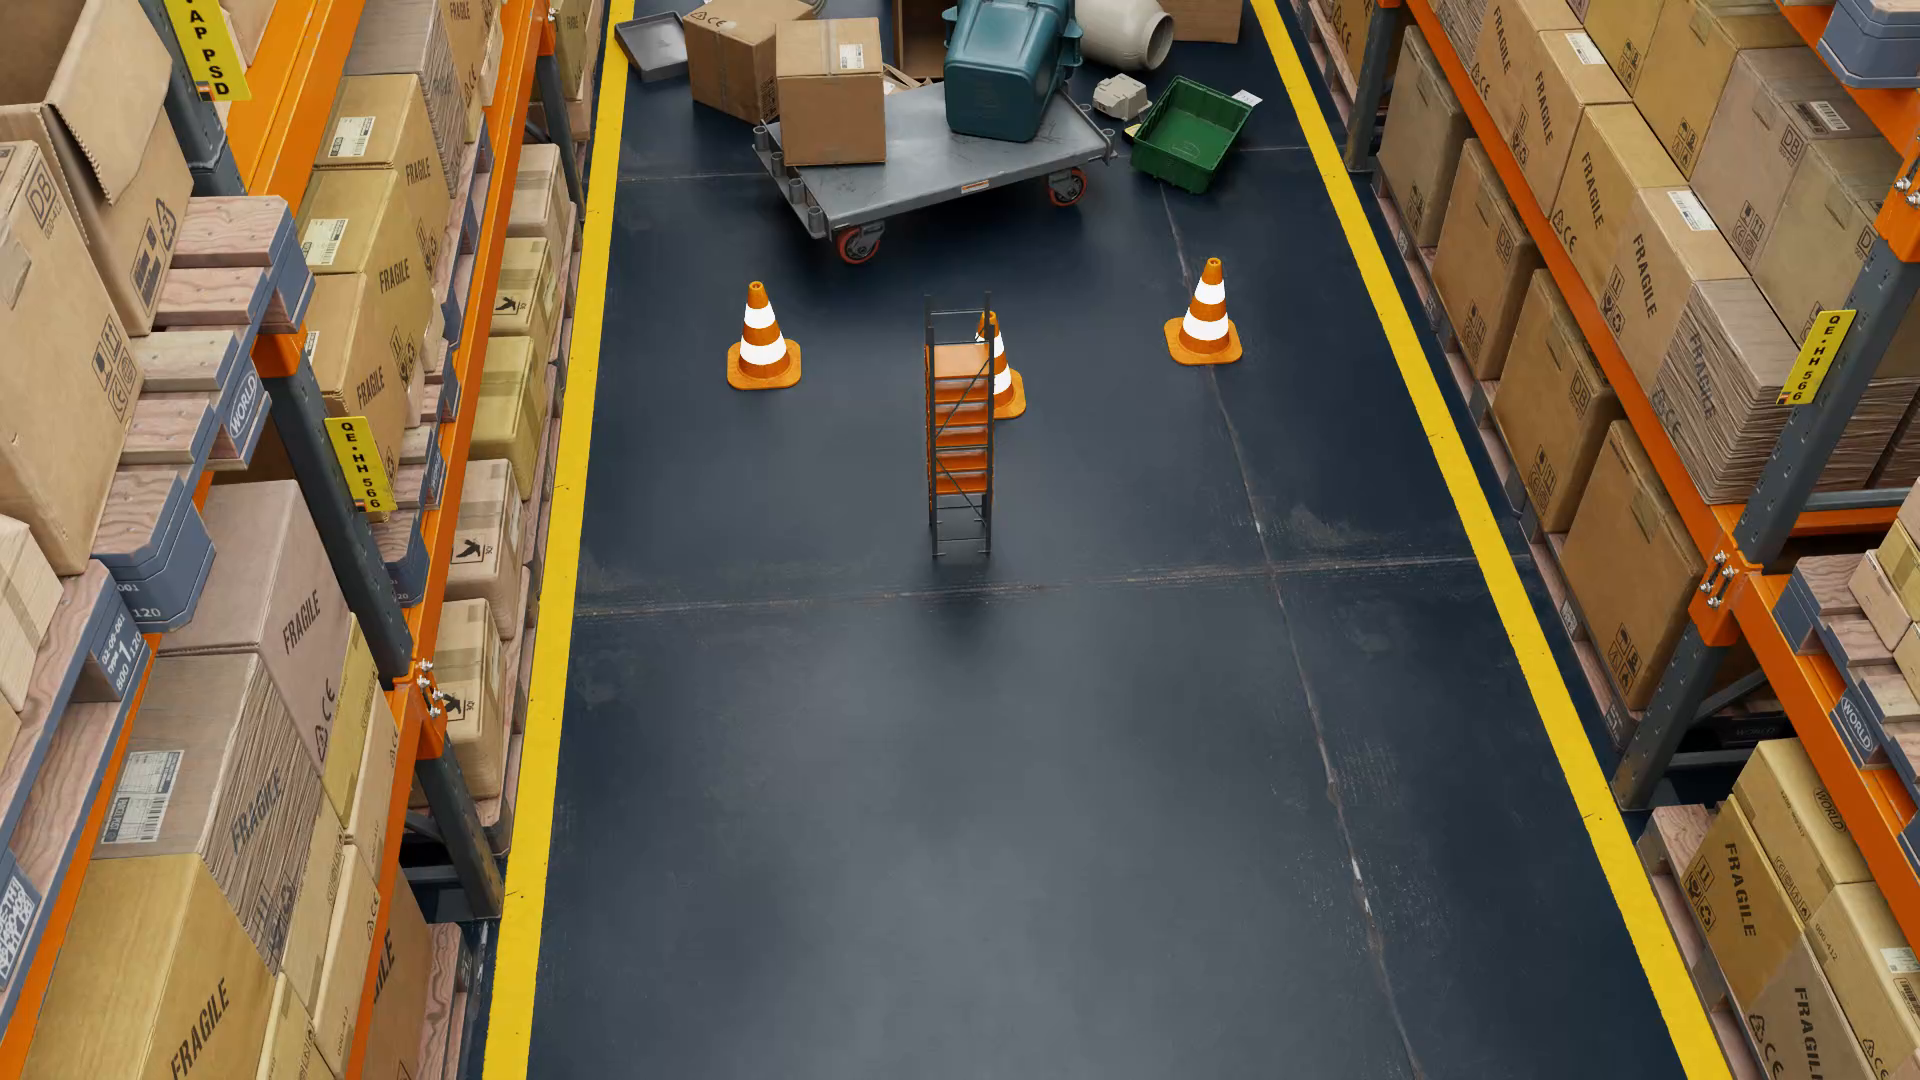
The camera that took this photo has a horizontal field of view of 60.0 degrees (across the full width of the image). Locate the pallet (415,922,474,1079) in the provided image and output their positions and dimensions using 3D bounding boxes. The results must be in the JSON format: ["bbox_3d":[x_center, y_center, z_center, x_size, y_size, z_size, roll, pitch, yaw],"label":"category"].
[{"bbox_3d":[-2.073,1.781,5.055,1.003,0.211,1.213,-3,47,-3],"label":"pallet"}]

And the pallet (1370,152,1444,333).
[{"bbox_3d":[2.665,-1.509,8.170,1.003,0.211,1.213,-3,47,-3],"label":"pallet"}]

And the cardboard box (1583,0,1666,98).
[{"bbox_3d":[2.701,-1.938,5.898,0.700,0.500,0.500,-4,47,-4],"label":"cardboard box"}]

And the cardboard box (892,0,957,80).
[{"bbox_3d":[0.023,-2.937,9.228,0.797,0.637,0.503,-3,47,-3],"label":"cardboard box"}]

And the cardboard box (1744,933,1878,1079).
[{"bbox_3d":[2.711,1.479,4.853,0.500,0.500,0.500,-3,47,-3],"label":"cardboard box"}]

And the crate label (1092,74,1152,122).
[{"bbox_3d":[0.873,-2.423,9.087,0.298,0.136,0.250,-36,56,-29],"label":"crate label"}]

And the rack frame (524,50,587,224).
[{"bbox_3d":[-2.398,-2.647,7.328,1.000,3.000,0.127,-3,47,-3],"label":"rack frame"}]

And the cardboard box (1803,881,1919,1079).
[{"bbox_3d":[2.720,1.210,4.590,0.500,0.250,0.500,-4,47,-4],"label":"cardboard box"}]

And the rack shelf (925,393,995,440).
[{"bbox_3d":[-0.001,-0.475,6.406,0.258,0.103,0.180,-3,47,-3],"label":"rack shelf"}]

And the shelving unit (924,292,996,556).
[{"bbox_3d":[-0.001,-0.423,6.461,0.258,1.200,0.189,-3,47,-3],"label":"shelving unit"}]

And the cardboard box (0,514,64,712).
[{"bbox_3d":[-1.600,0.092,2.471,0.396,0.266,0.258,-5,47,-4],"label":"cardboard box"}]

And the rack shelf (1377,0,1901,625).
[{"bbox_3d":[2.693,-1.327,6.573,1.077,0.370,4.000,-3,47,-3],"label":"rack shelf"}]

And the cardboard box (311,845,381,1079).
[{"bbox_3d":[-1.704,1.017,3.961,0.500,0.250,0.500,-3,47,-3],"label":"cardboard box"}]

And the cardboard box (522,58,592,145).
[{"bbox_3d":[-2.179,-2.290,8.594,0.500,0.250,0.500,-5,47,-5],"label":"cardboard box"}]

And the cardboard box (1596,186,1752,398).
[{"bbox_3d":[2.515,-0.832,5.540,0.500,0.500,0.500,-3,47,-3],"label":"cardboard box"}]

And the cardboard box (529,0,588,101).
[{"bbox_3d":[-2.179,-2.547,8.321,0.500,0.500,0.500,-1,47,-1],"label":"cardboard box"}]

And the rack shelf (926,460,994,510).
[{"bbox_3d":[-0.001,-0.227,6.667,0.258,0.103,0.180,-3,47,-3],"label":"rack shelf"}]

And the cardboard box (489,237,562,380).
[{"bbox_3d":[-2.289,-0.989,7.278,0.950,0.372,0.625,-1,47,-1],"label":"cardboard box"}]

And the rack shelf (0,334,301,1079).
[{"bbox_3d":[-1.896,0.910,2.389,1.077,0.370,4.000,-3,47,-3],"label":"rack shelf"}]

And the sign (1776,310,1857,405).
[{"bbox_3d":[2.308,-0.489,4.487,0.100,0.325,0.005,-3,47,-3],"label":"sign"}]

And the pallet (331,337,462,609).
[{"bbox_3d":[-2.229,-0.197,5.139,1.213,0.211,1.003,-3,47,-3],"label":"pallet"}]

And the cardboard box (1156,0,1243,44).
[{"bbox_3d":[1.373,-3.223,9.593,0.500,0.500,0.500,4,47,4],"label":"cardboard box"}]

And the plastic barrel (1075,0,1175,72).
[{"bbox_3d":[0.902,-2.863,9.306,0.512,0.421,0.421,27,52,23],"label":"plastic barrel"}]

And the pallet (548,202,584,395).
[{"bbox_3d":[-2.332,-1.125,7.807,1.003,0.211,1.213,-3,47,-3],"label":"pallet"}]

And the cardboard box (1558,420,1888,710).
[{"bbox_3d":[2.899,0.056,6.028,1.050,0.750,0.750,-4,47,-4],"label":"cardboard box"}]

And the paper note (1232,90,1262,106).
[{"bbox_3d":[1.567,-2.432,9.168,0.147,0.020,0.142,-36,56,-29],"label":"paper note"}]

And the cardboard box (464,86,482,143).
[{"bbox_3d":[-2.009,-1.611,6.230,0.380,0.149,0.250,-4,47,-3],"label":"cardboard box"}]

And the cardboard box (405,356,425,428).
[{"bbox_3d":[-1.873,-0.465,5.145,0.380,0.149,0.250,-6,47,-6],"label":"cardboard box"}]

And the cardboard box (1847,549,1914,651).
[{"bbox_3d":[2.697,0.151,4.562,0.380,0.149,0.250,-4,47,-4],"label":"cardboard box"}]

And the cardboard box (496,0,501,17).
[{"bbox_3d":[-2.076,-2.158,6.748,0.380,0.149,0.250,-5,47,-4],"label":"cardboard box"}]

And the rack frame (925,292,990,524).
[{"bbox_3d":[-0.009,-0.489,6.523,0.240,1.200,0.006,-3,47,-3],"label":"rack frame"}]

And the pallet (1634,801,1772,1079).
[{"bbox_3d":[2.925,1.397,5.418,1.003,0.211,1.213,-3,47,-3],"label":"pallet"}]

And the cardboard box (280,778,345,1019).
[{"bbox_3d":[-1.723,0.832,3.792,0.500,0.250,0.500,-5,47,-4],"label":"cardboard box"}]

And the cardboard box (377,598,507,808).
[{"bbox_3d":[-2.101,0.596,5.776,0.950,0.372,0.625,-6,47,-6],"label":"cardboard box"}]

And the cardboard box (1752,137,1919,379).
[{"bbox_3d":[2.833,-0.831,4.850,0.700,0.500,0.500,-4,47,-4],"label":"cardboard box"}]

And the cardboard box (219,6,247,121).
[{"bbox_3d":[-1.942,-1.162,3.947,0.396,0.266,0.258,-3,47,-3],"label":"cardboard box"}]

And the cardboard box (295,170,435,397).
[{"bbox_3d":[-1.921,-0.751,4.969,0.500,0.500,0.500,-1,47,-1],"label":"cardboard box"}]

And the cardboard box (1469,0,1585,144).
[{"bbox_3d":[2.384,-1.932,6.581,0.500,0.500,0.500,-4,47,-4],"label":"cardboard box"}]

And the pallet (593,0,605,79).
[{"bbox_3d":[-2.595,-3.057,9.636,1.003,0.211,1.213,-3,47,-3],"label":"pallet"}]

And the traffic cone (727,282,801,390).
[{"bbox_3d":[-0.900,-0.963,7.480,0.336,0.463,0.334,-3,47,-3],"label":"traffic cone"}]

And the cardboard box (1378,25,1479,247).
[{"bbox_3d":[2.667,-1.949,7.926,1.050,0.750,0.750,-4,47,-3],"label":"cardboard box"}]

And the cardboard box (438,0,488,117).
[{"bbox_3d":[-2.051,-1.876,6.034,0.500,0.500,0.500,-2,47,-2],"label":"cardboard box"}]

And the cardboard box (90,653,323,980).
[{"bbox_3d":[-1.709,0.597,3.497,0.500,0.500,0.500,-3,47,-3],"label":"cardboard box"}]

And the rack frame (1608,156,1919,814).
[{"bbox_3d":[2.861,-0.127,4.941,1.000,3.000,0.127,-3,47,-3],"label":"rack frame"}]

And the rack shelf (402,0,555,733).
[{"bbox_3d":[-2.231,-0.953,6.219,1.077,0.370,4.000,-3,47,-3],"label":"rack shelf"}]
